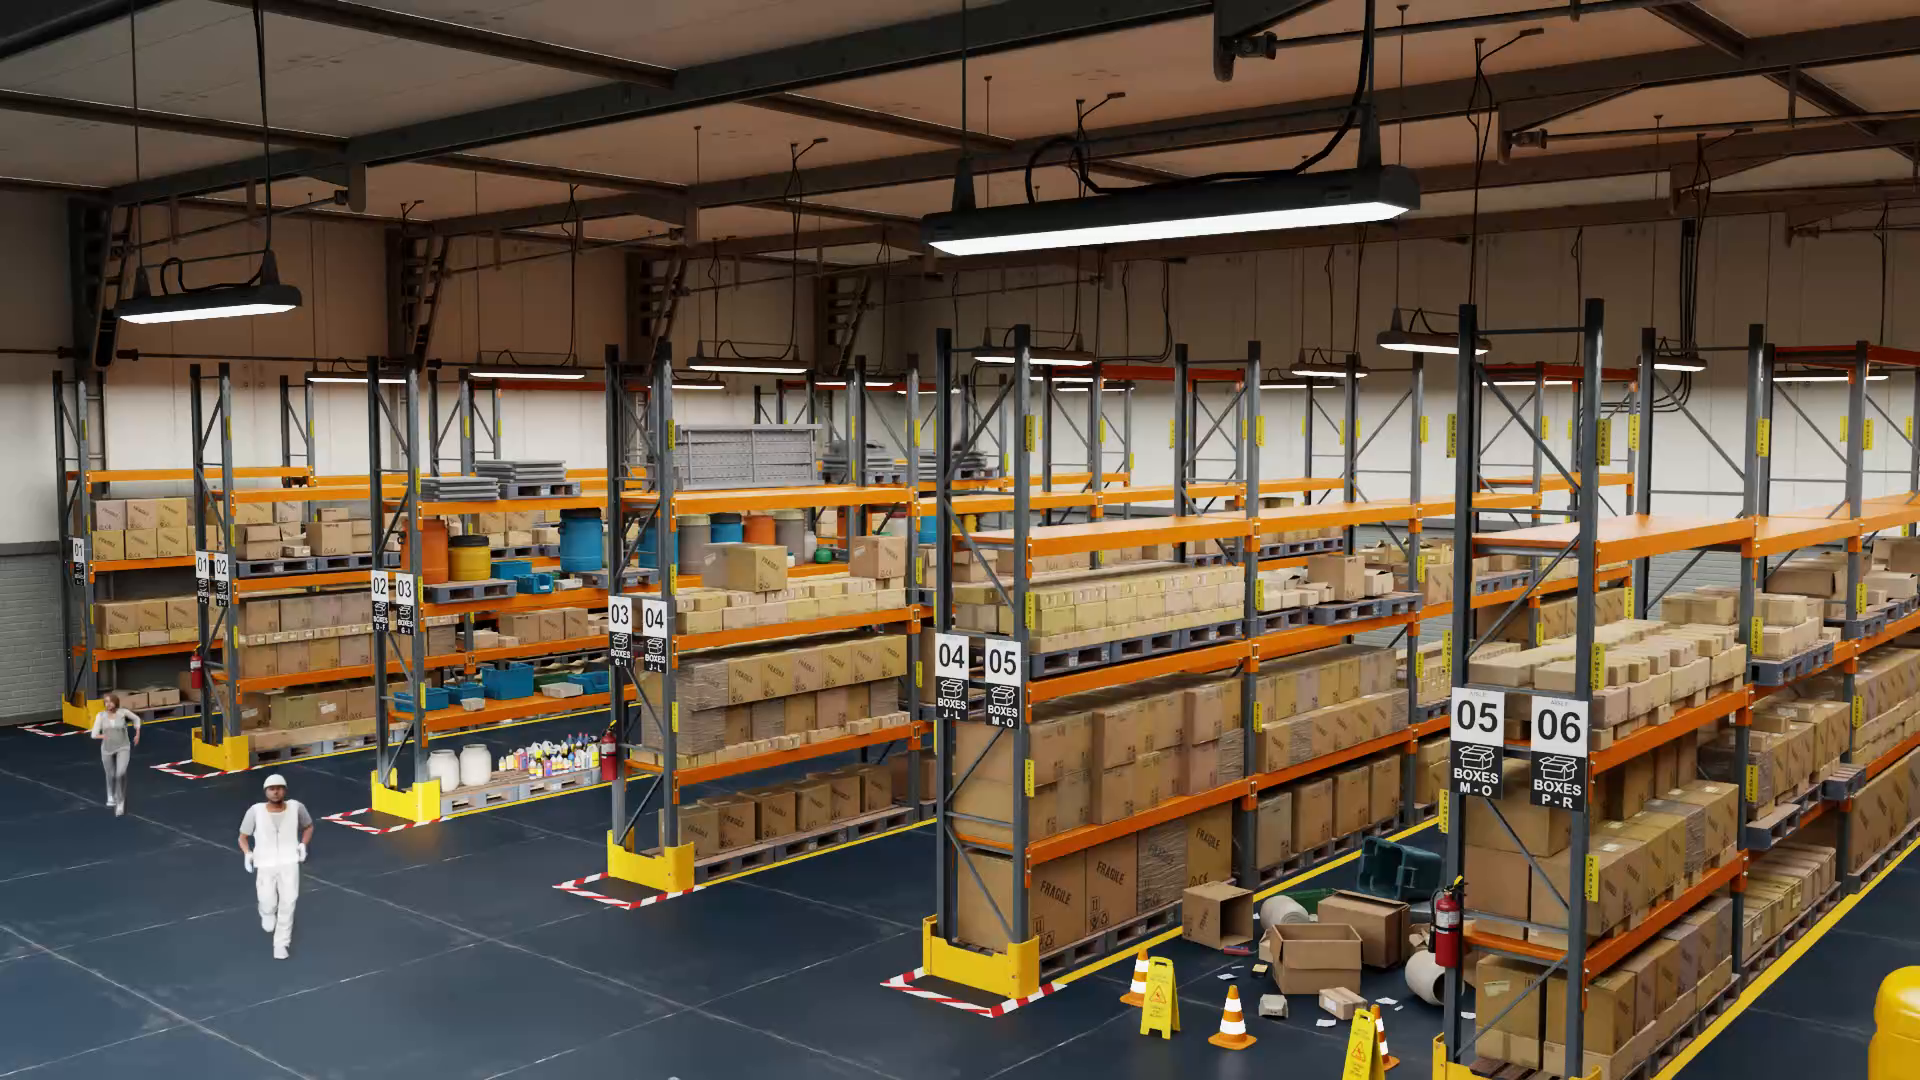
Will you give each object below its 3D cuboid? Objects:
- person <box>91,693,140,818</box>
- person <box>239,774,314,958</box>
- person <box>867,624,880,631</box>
[{"bbox_3d":[-11.057,2.794,21.800,0.546,1.619,0.830,-1,4,-19],"label":"person"},{"bbox_3d":[-6.624,3.134,16.151,0.683,1.743,0.689,-2,5,-26],"label":"person"},{"bbox_3d":[-1.727,1.709,32.514,0.556,1.638,0.570,3,5,35],"label":"person"}]
